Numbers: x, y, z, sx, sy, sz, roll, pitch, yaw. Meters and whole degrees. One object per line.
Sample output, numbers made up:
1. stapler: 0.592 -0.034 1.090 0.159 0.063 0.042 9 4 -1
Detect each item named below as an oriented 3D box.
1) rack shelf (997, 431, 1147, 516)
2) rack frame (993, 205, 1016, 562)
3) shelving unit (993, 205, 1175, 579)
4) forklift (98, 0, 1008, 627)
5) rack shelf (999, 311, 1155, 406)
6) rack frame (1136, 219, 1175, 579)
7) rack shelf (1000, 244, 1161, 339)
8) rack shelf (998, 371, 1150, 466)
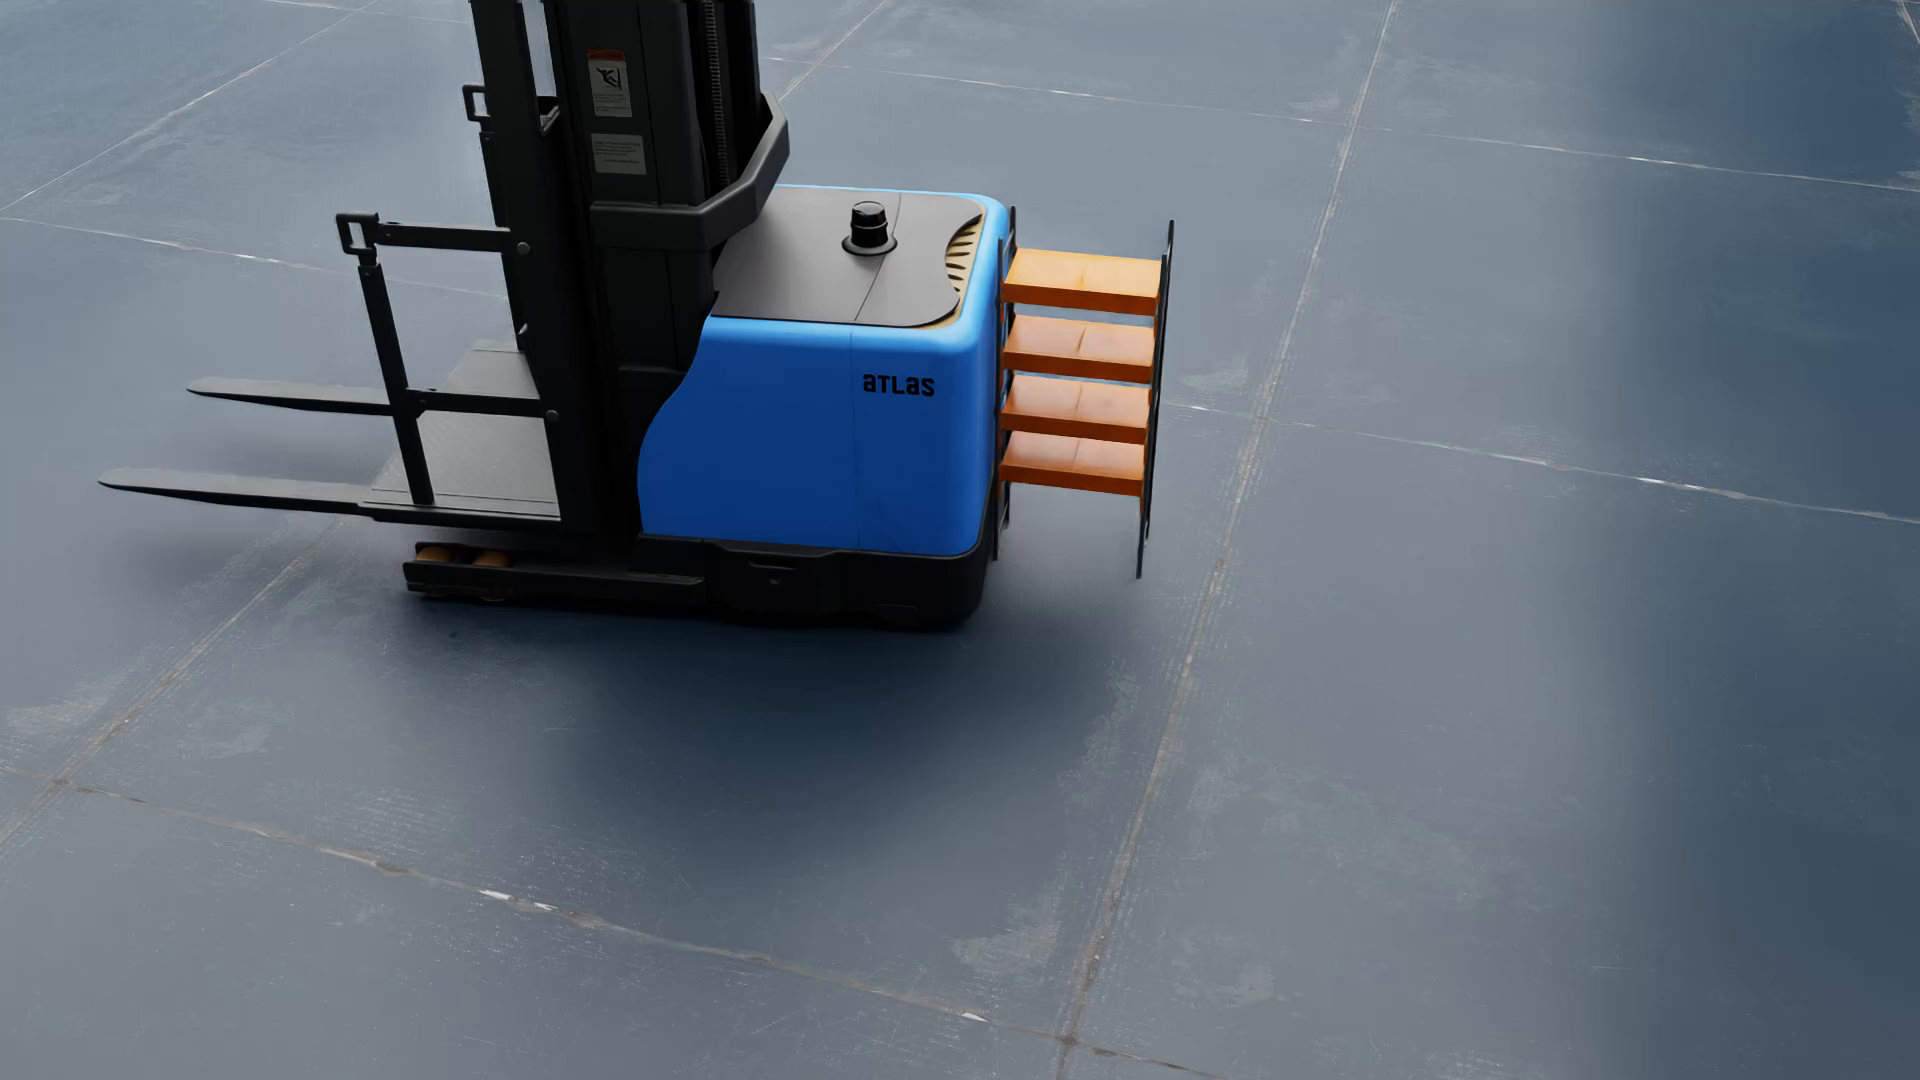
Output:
1. rack shelf: 0.382 -0.237 5.508 0.480 0.148 0.258 7 37 9
2. rack frame: 0.143 -0.480 5.389 0.015 1.200 0.240 7 37 9
3. shelving unit: 0.382 -0.451 5.350 0.503 1.200 0.258 7 37 9
4. forklift: -1.386 -1.283 5.021 3.031 2.935 1.130 4 37 6
5. rack shelf: 0.382 -0.577 5.258 0.480 0.148 0.258 7 37 9
6. rack frame: 0.621 -0.422 5.311 0.015 1.200 0.240 7 37 9
7. rack shelf: 0.382 -0.767 5.117 0.480 0.148 0.258 7 37 9
8. rack shelf: 0.382 -0.397 5.390 0.480 0.148 0.258 7 37 9
